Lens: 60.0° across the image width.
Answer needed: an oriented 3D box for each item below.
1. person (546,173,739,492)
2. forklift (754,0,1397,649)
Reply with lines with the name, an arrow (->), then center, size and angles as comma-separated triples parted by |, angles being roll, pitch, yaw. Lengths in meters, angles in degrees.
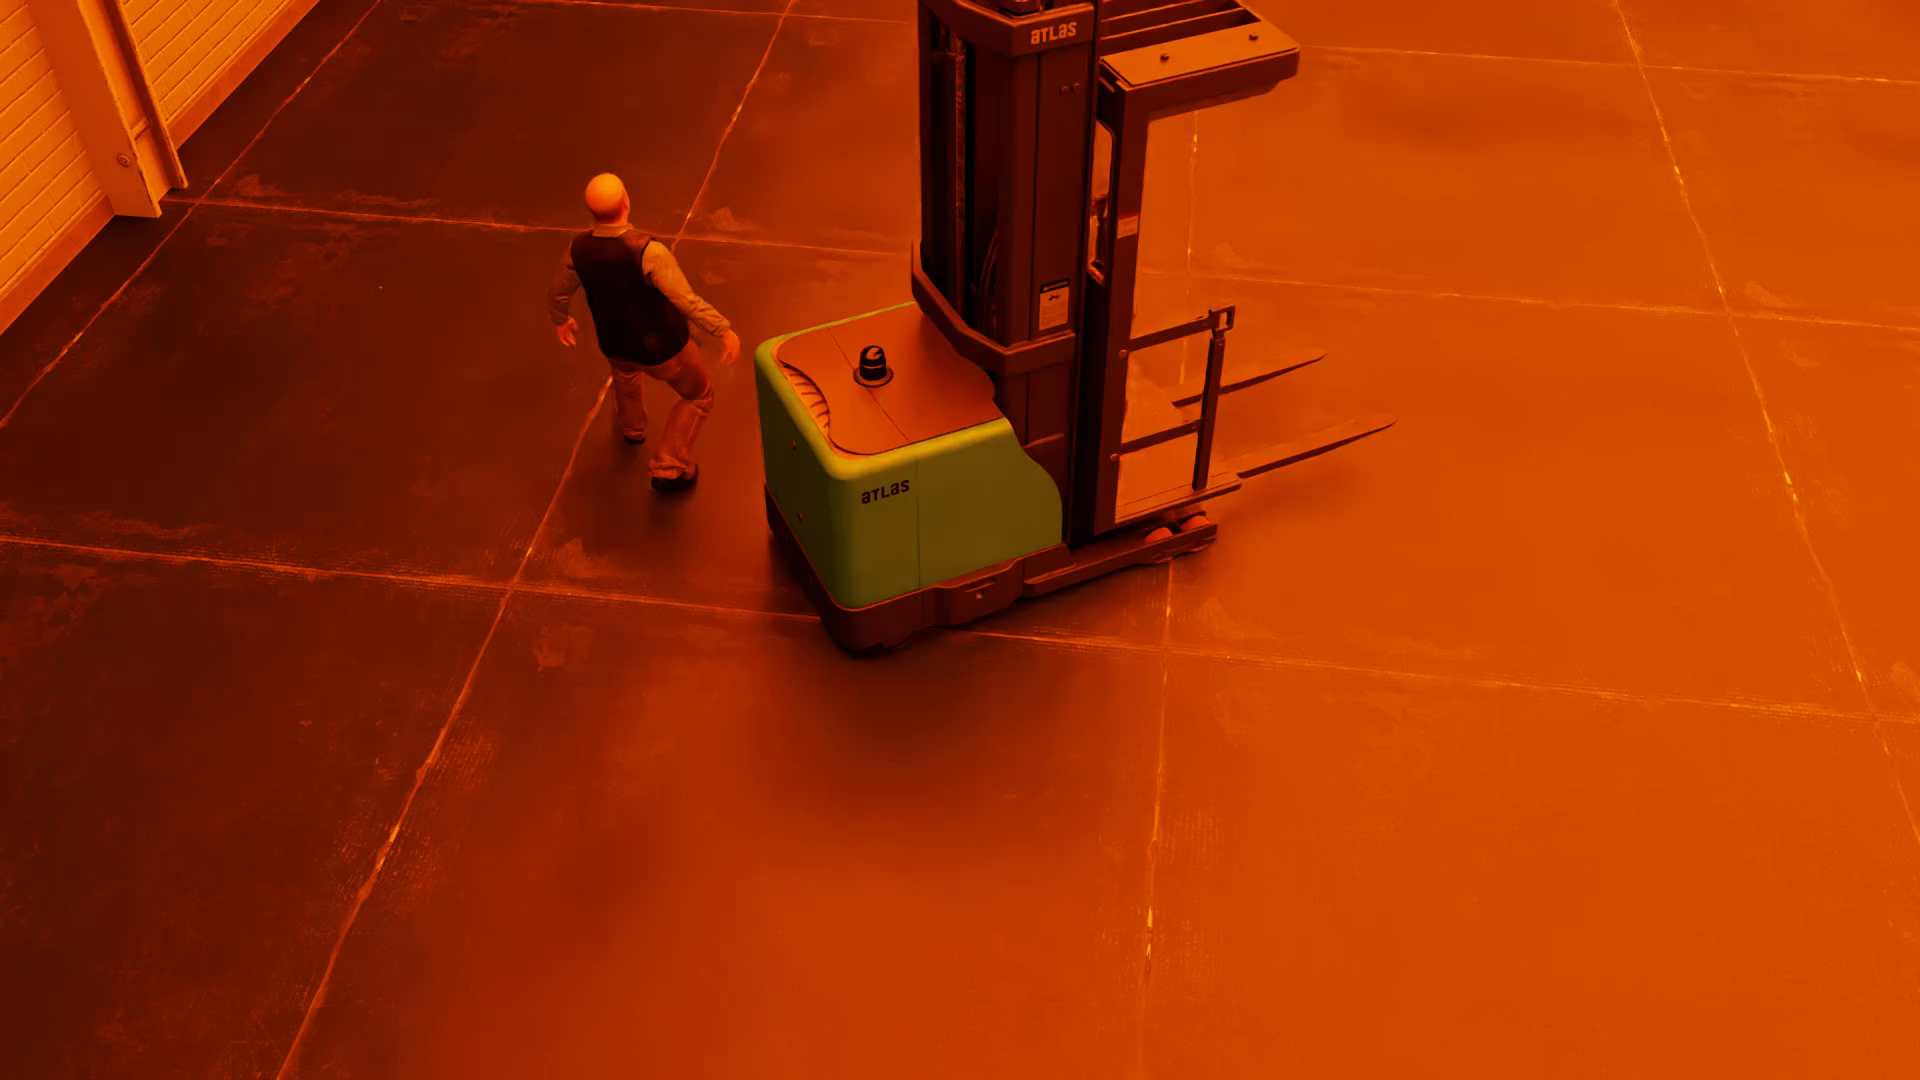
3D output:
person -> -1.424, -0.982, 7.752 | 0.925, 1.642, 0.605 | 15, 45, 16
forklift -> 0.646, -1.278, 7.116 | 3.031, 2.935, 1.130 | -18, 45, -18
